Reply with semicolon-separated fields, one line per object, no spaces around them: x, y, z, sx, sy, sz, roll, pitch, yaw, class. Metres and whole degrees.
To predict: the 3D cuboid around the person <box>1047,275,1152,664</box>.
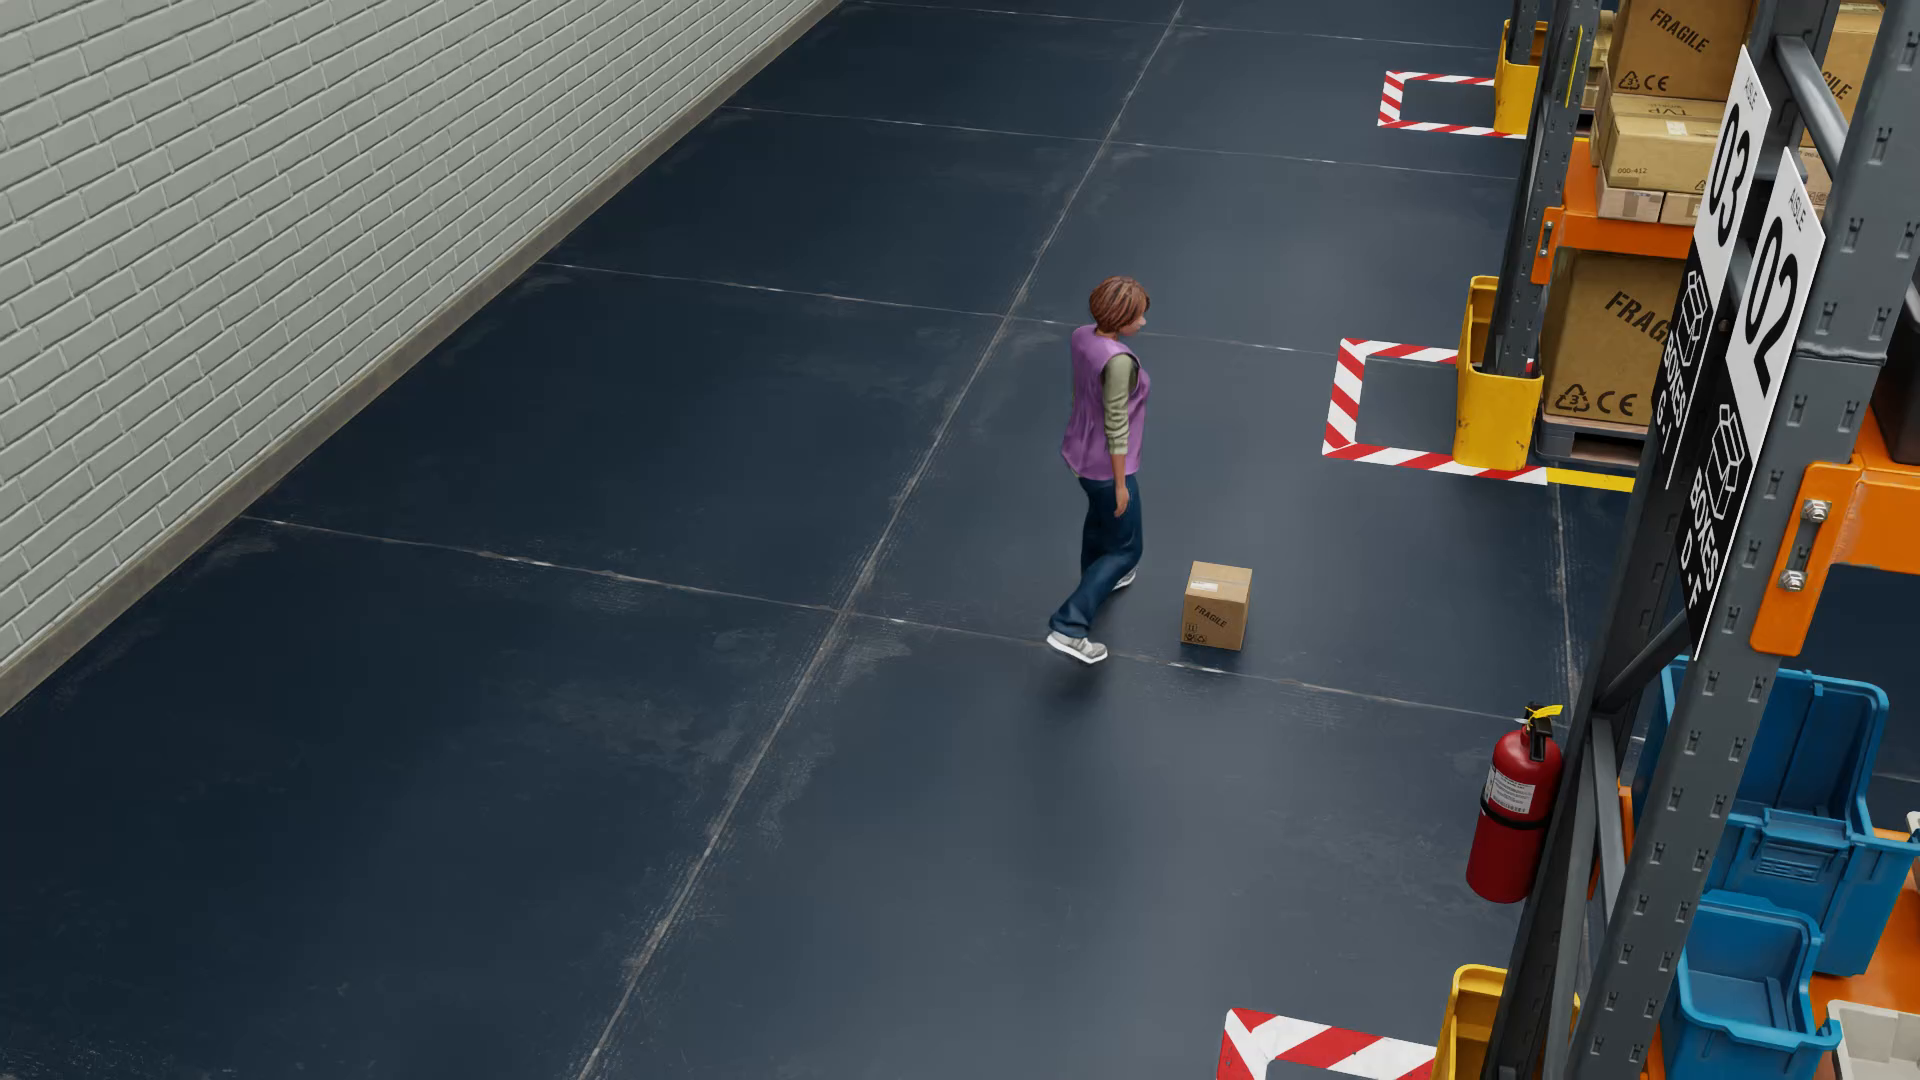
0.567;-0.294;6.595;0.632;1.569;0.622;-11;35;-17;person
